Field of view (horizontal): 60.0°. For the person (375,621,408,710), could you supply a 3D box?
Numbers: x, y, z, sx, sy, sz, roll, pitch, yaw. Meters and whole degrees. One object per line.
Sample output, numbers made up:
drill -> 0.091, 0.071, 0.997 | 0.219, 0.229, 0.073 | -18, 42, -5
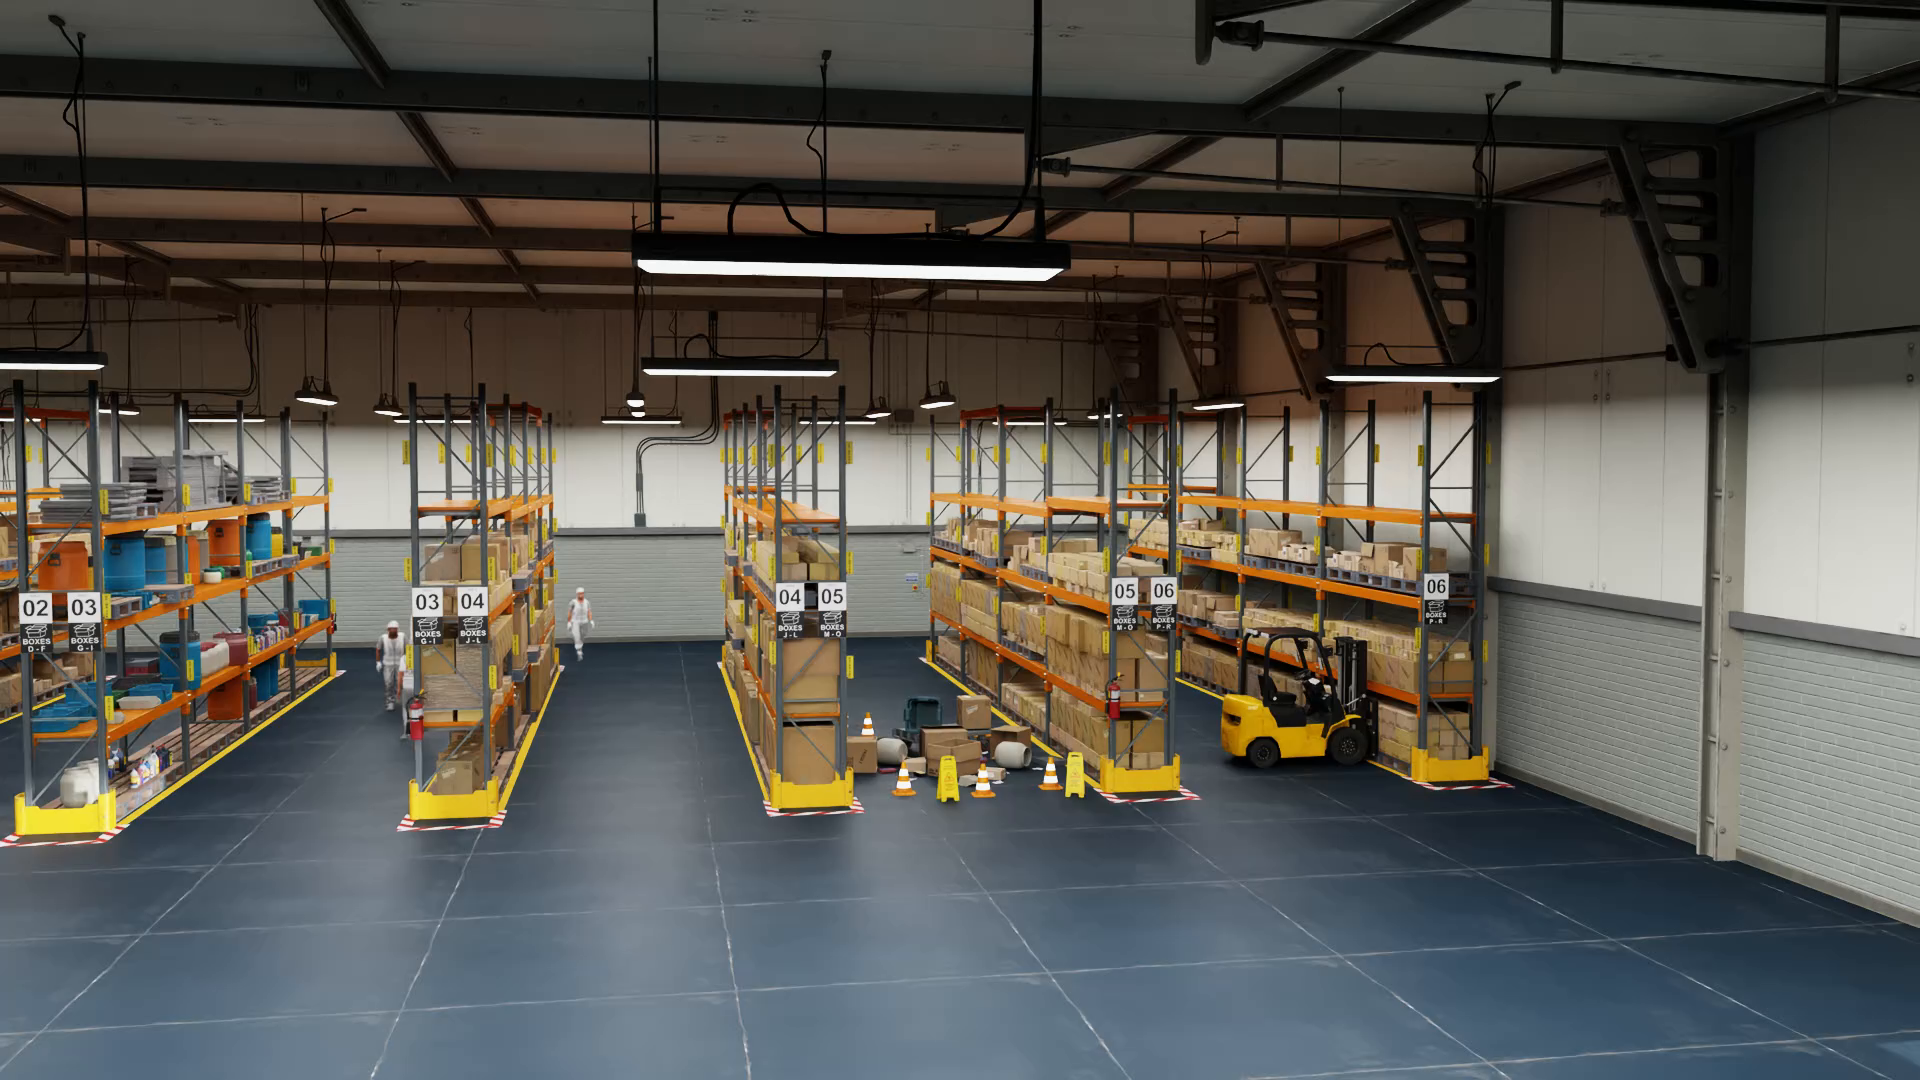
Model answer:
person -> -11.242, 2.460, 32.942 | 0.641, 1.762, 0.700 | -1, 3, -26

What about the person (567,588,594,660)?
person -> -9.330, 2.036, 40.882 | 0.616, 1.728, 1.066 | -1, 3, -27

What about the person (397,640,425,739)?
person -> -9.628, 2.663, 29.340 | 0.597, 1.819, 0.609 | -1, 3, -21

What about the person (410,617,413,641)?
person -> -11.815, 2.276, 36.760 | 0.598, 1.807, 0.731 | -1, 3, -27
